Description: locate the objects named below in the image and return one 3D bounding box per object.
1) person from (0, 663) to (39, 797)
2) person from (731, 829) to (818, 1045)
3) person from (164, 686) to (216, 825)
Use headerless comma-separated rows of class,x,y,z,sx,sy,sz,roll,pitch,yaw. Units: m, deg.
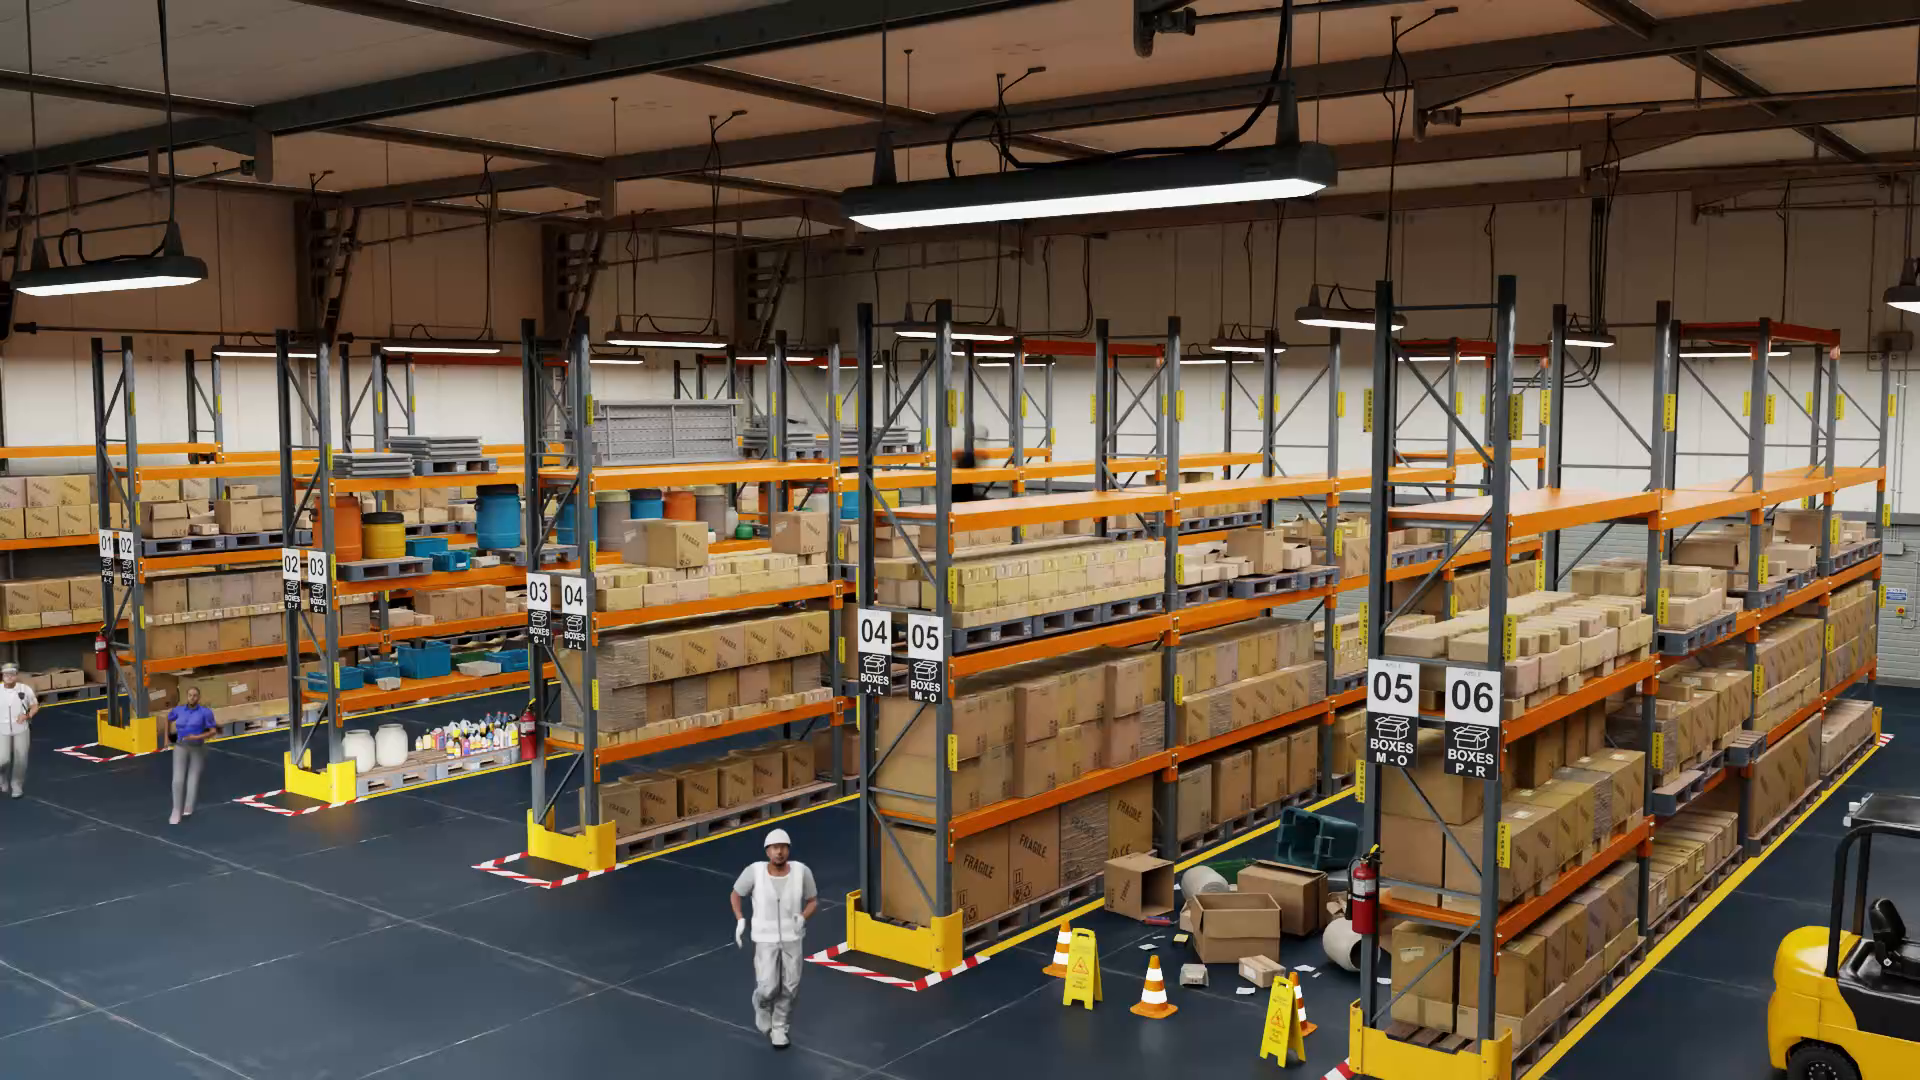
person,-12.149,2.440,21.284,0.657,1.740,0.597,-3,6,-32
person,-1.435,3.153,13.112,0.676,1.735,0.587,-1,5,-15
person,-9.342,2.608,20.204,0.583,1.655,0.644,-2,5,-24
